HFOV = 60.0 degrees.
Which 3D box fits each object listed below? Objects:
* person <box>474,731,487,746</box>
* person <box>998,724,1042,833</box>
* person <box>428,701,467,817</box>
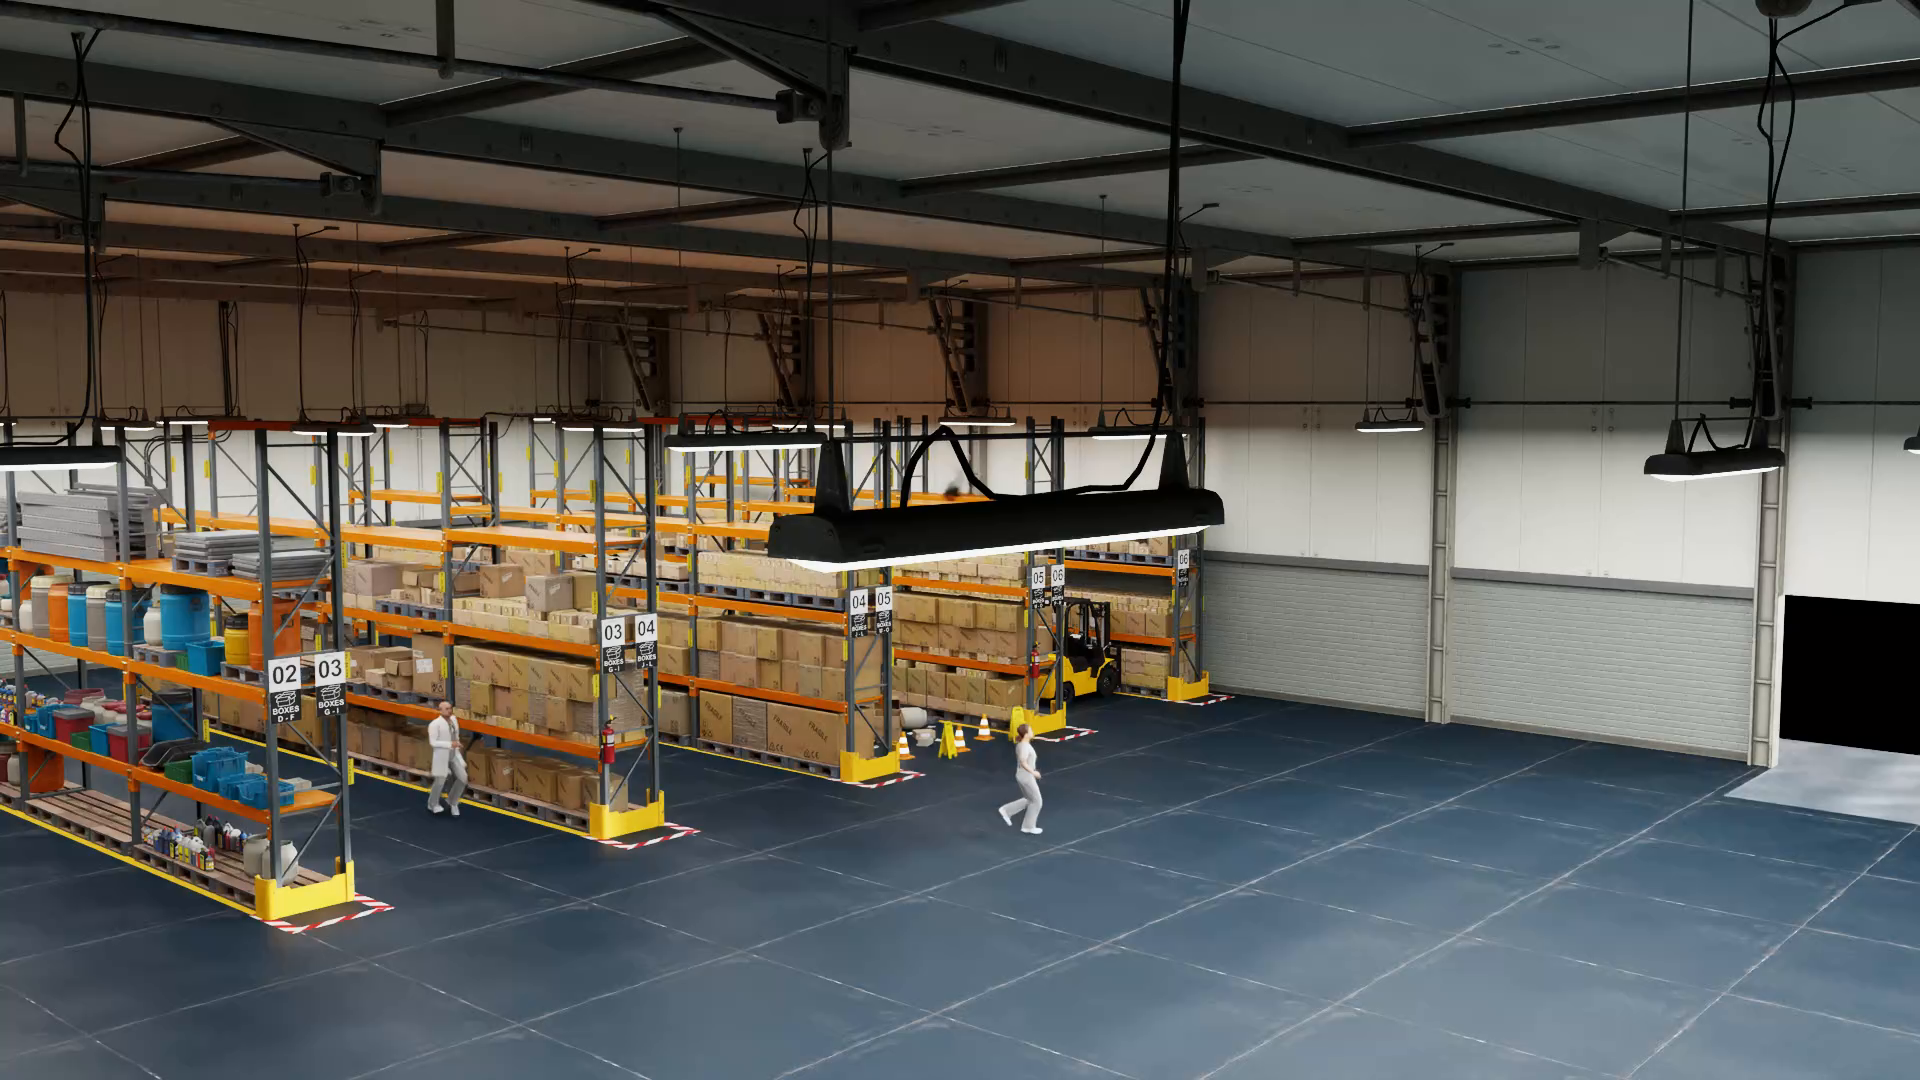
[{"bbox_3d":[-9.095,2.976,30.710,0.829,1.606,0.539,3,6,31],"label":"person"},{"bbox_3d":[0.893,3.491,24.349,0.641,1.629,0.583,-1,5,-9],"label":"person"},{"bbox_3d":[-7.819,3.347,25.343,0.878,1.807,0.668,4,6,37],"label":"person"}]
